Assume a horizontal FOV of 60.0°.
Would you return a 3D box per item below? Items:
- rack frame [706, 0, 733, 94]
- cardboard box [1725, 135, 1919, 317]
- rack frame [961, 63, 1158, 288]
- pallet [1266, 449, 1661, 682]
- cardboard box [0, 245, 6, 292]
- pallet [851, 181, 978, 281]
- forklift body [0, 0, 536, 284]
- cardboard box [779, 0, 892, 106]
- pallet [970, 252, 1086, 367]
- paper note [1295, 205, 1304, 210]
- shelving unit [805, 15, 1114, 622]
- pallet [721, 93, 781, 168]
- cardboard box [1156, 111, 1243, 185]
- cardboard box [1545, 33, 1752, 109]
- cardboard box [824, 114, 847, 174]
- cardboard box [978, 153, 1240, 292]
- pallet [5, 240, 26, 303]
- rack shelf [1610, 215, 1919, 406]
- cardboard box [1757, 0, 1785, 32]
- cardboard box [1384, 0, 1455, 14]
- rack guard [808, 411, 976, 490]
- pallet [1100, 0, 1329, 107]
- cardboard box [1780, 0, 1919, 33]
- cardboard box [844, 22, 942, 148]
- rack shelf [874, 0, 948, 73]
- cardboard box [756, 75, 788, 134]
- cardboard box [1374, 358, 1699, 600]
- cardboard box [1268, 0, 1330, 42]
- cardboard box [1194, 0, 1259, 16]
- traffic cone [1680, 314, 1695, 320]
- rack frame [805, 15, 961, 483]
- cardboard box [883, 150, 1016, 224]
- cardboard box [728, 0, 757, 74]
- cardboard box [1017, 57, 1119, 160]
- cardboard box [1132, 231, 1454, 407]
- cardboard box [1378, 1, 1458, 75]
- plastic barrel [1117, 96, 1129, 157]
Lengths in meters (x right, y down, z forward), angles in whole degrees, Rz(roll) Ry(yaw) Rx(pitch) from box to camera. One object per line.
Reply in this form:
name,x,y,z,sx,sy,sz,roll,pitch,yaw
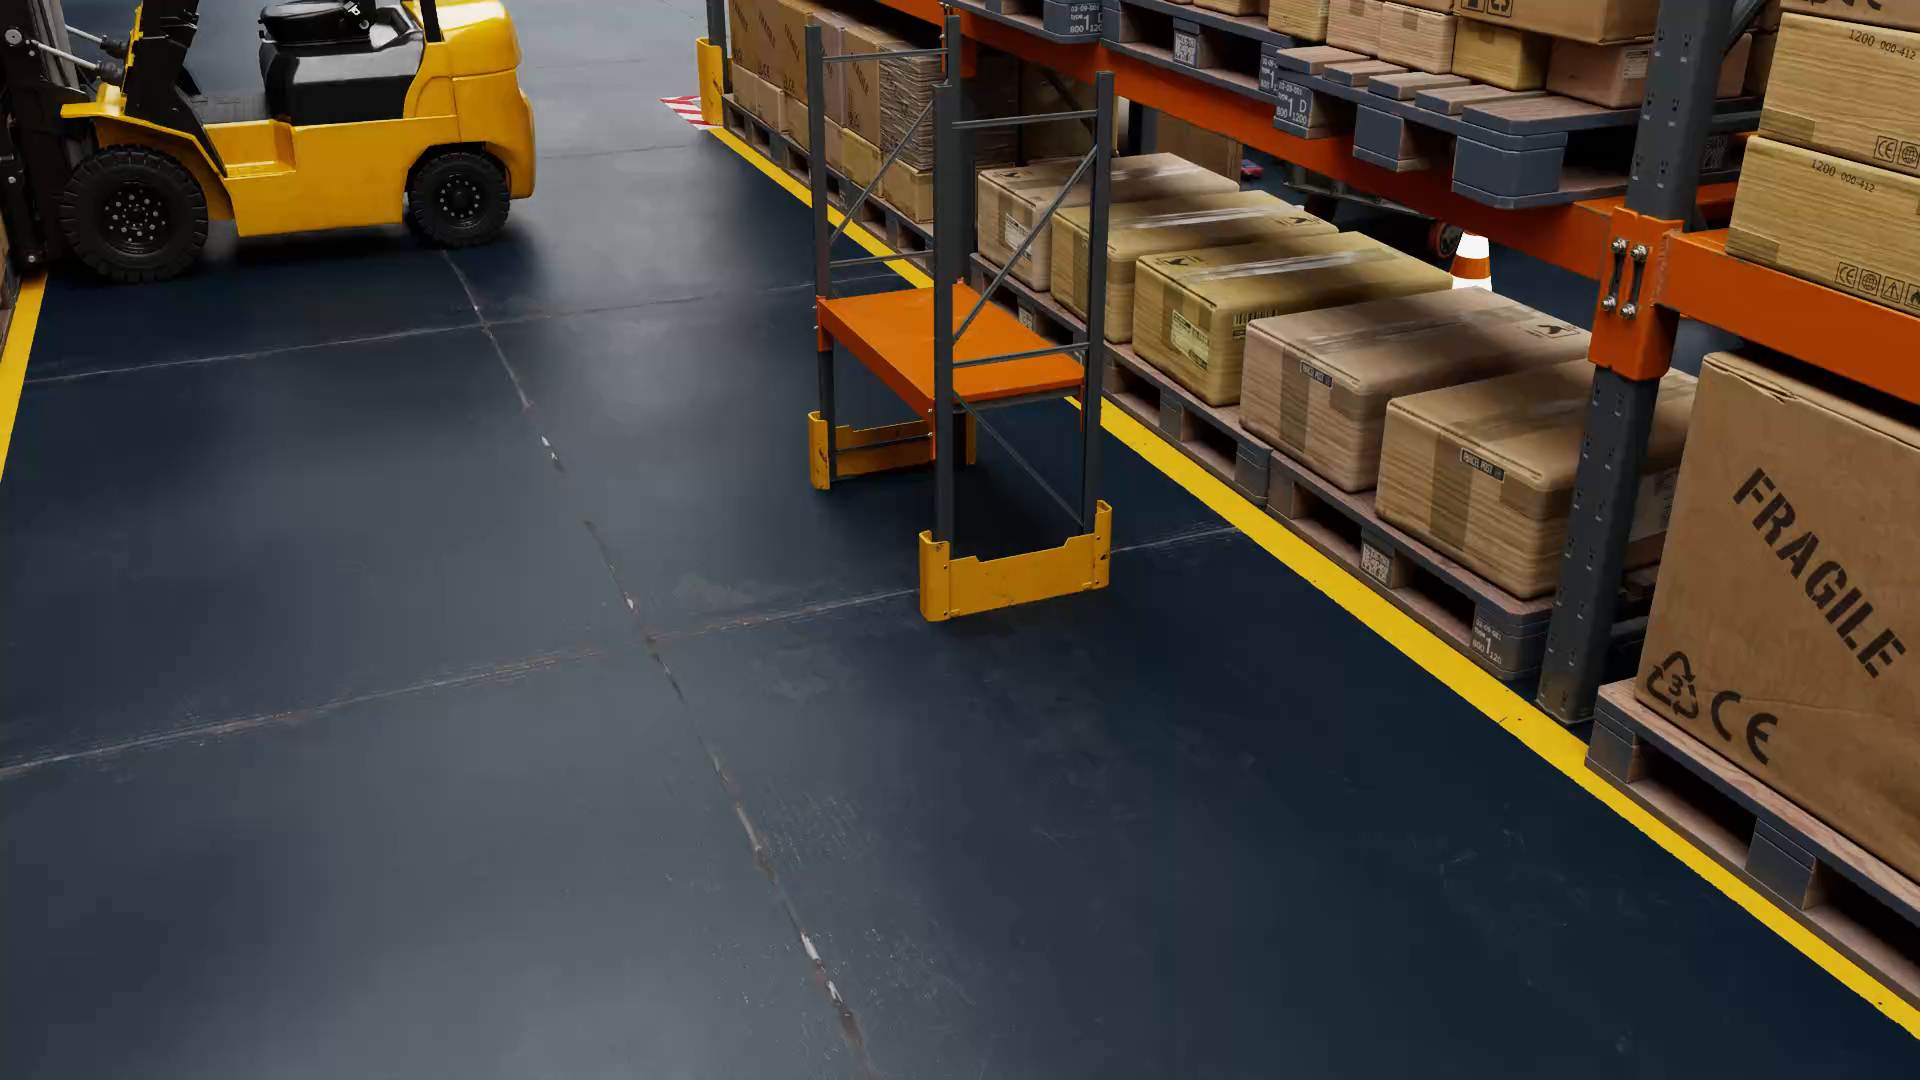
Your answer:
rack frame,-1.144,-4.204,10.442,1.000,3.000,0.127,-11,28,-21
cardboard box,1.949,-0.666,3.367,0.500,0.250,0.500,-11,28,-21
rack frame,0.423,-2.589,7.135,1.000,3.000,0.127,-11,28,-21
pallet,1.684,-0.037,5.086,1.003,0.211,1.213,-11,28,-21
cardboard box,-4.241,-1.143,6.827,0.500,0.250,0.500,-11,28,-22
pallet,0.127,-1.601,8.289,1.003,0.211,1.213,-11,28,-21
forklift body,-3.288,-2.516,7.953,2.313,2.155,1.214,-11,28,-21
cardboard box,-0.675,-2.697,9.157,0.500,0.500,0.500,-10,28,-20
pallet,0.729,-1.022,7.103,1.003,0.211,1.213,-11,28,-21
paper note,1.785,-1.762,8.825,0.148,0.019,0.142,-11,28,-21
shelving unit,-0.030,-0.705,4.984,0.587,1.500,1.083,-11,28,-21
pallet,-0.828,-2.586,10.307,1.003,0.211,1.213,-11,28,-21
cardboard box,1.255,-2.134,9.047,0.500,0.500,0.500,8,27,15
cardboard box,1.644,-1.142,3.979,0.380,0.149,0.250,-10,28,-19
cardboard box,-0.469,-2.154,8.899,0.500,0.250,0.500,-10,28,-20
cardboard box,0.630,-1.386,7.186,0.950,0.372,0.625,-10,28,-20
pallet,-4.898,-1.304,7.679,1.003,0.211,1.213,-11,28,-21
rack shelf,2.772,0.156,2.332,1.077,0.370,4.000,-11,28,-21
cardboard box,2.026,-1.563,4.102,0.500,0.500,0.500,-11,28,-22
cardboard box,1.343,-1.685,4.350,0.500,0.500,0.500,-11,28,-21
rack guard,-0.225,-0.344,5.670,0.587,0.250,0.087,-11,28,-21
pallet,1.176,-1.681,5.492,1.003,0.211,1.213,-11,28,-21
cardboard box,1.957,-1.228,3.092,0.500,0.500,0.500,-12,28,-22
cardboard box,-0.257,-2.277,8.296,0.500,0.500,0.500,-10,28,-20
rack shelf,-0.361,-3.074,8.946,1.077,0.370,4.000,-11,28,-21
cardboard box,-0.889,-2.577,9.764,0.500,0.250,0.500,-10,28,-19
cardboard box,1.777,-0.212,4.782,0.950,0.372,0.625,-13,29,-24
cardboard box,1.121,-1.544,4.801,0.380,0.149,0.250,-10,28,-20
cardboard box,0.965,-1.754,5.232,0.380,0.149,0.250,-12,28,-22
traffic cone,3.230,-1.244,7.271,0.336,0.463,0.334,-11,28,-21
rack frame,-0.232,-0.914,5.412,0.500,1.500,0.032,-11,28,-21
cardboard box,-0.056,-1.735,8.040,0.500,0.250,0.500,-9,28,-18
cardboard box,-1.073,-3.112,10.005,0.500,0.500,0.500,-12,28,-22
cardboard box,0.440,-2.164,8.064,0.500,0.500,0.500,-9,27,-18
cardboard box,1.189,-0.816,6.019,0.950,0.372,0.625,-10,28,-19
cardboard box,1.333,-1.332,4.367,0.380,0.149,0.250,-11,28,-21
plastic barrel,1.058,-2.473,9.832,0.512,0.421,0.421,8,27,15
